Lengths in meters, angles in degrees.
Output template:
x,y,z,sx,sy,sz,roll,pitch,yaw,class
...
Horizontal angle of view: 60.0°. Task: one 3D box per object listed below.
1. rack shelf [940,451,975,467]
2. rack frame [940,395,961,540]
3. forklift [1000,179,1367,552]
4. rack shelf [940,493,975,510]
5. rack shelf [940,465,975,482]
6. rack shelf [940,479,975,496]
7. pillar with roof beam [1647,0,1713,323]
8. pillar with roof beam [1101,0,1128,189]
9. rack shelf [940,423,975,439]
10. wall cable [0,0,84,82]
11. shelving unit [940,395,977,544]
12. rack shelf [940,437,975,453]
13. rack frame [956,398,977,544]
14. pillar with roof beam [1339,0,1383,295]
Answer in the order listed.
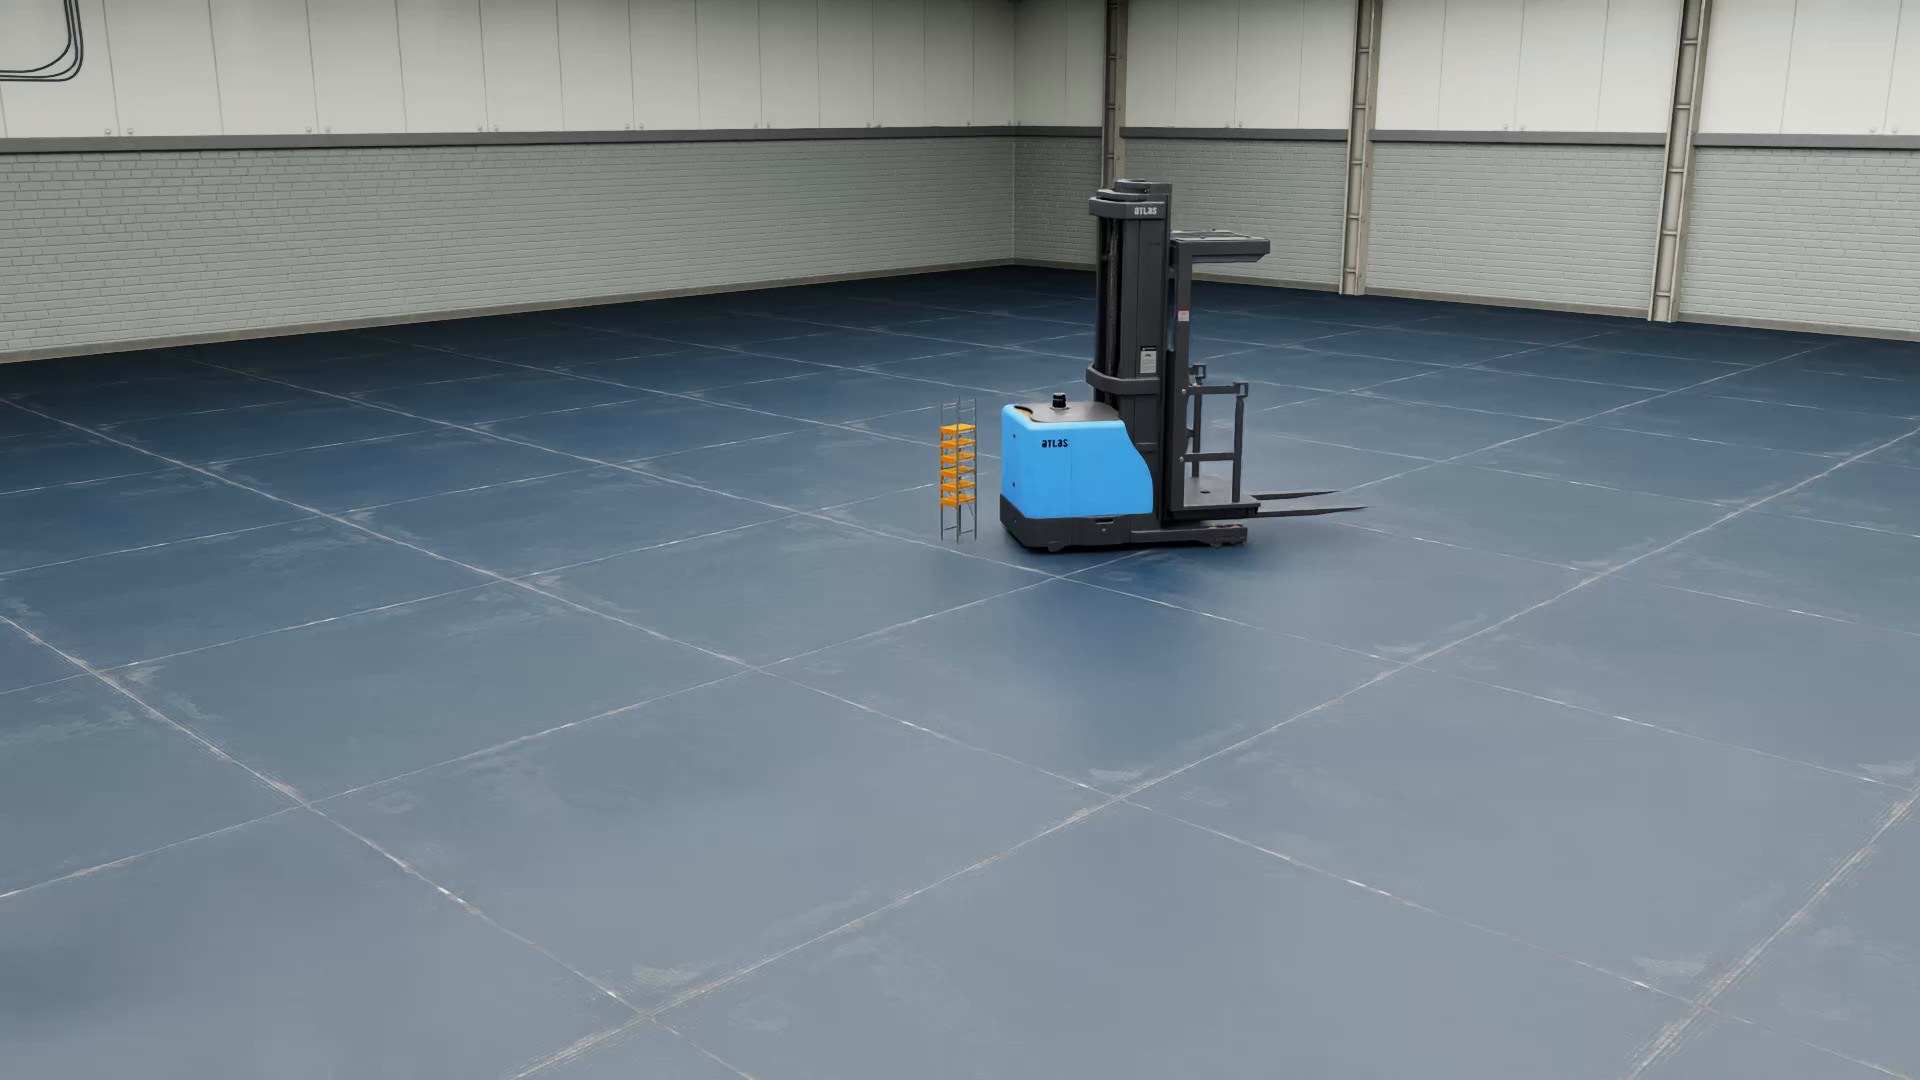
x,y,z,sx,sy,sz,roll,pitch,yaw,class
-0.010,-0.656,13.771,0.180,0.103,0.258,14,20,42,rack shelf
-0.076,-0.599,13.852,0.006,1.200,0.240,14,20,42,rack frame
1.911,-1.489,13.835,3.031,2.935,1.130,-3,15,-11,forklift
-0.010,-0.308,13.862,0.180,0.103,0.258,14,20,42,rack shelf
-0.010,-0.540,13.802,0.180,0.103,0.258,14,20,42,rack shelf
-0.010,-0.424,13.832,0.180,0.103,0.258,14,20,42,rack shelf
8.930,-7.293,24.074,0.400,9.000,9.100,14,20,42,pillar with roof beam
0.292,-9.393,32.135,0.400,9.000,9.100,14,20,42,pillar with roof beam
-0.010,-0.889,13.711,0.180,0.103,0.258,14,20,42,rack shelf
-13.186,-8.579,22.264,0.169,6.003,2.305,14,20,42,wall cable
-0.010,-0.583,13.791,0.189,1.200,0.258,14,20,42,shelving unit
-0.010,-0.772,13.741,0.180,0.103,0.258,14,20,42,rack shelf
0.055,-0.567,13.729,0.006,1.200,0.240,14,20,42,rack frame
4.611,-8.343,28.104,0.400,9.000,9.100,14,20,42,pillar with roof beam
